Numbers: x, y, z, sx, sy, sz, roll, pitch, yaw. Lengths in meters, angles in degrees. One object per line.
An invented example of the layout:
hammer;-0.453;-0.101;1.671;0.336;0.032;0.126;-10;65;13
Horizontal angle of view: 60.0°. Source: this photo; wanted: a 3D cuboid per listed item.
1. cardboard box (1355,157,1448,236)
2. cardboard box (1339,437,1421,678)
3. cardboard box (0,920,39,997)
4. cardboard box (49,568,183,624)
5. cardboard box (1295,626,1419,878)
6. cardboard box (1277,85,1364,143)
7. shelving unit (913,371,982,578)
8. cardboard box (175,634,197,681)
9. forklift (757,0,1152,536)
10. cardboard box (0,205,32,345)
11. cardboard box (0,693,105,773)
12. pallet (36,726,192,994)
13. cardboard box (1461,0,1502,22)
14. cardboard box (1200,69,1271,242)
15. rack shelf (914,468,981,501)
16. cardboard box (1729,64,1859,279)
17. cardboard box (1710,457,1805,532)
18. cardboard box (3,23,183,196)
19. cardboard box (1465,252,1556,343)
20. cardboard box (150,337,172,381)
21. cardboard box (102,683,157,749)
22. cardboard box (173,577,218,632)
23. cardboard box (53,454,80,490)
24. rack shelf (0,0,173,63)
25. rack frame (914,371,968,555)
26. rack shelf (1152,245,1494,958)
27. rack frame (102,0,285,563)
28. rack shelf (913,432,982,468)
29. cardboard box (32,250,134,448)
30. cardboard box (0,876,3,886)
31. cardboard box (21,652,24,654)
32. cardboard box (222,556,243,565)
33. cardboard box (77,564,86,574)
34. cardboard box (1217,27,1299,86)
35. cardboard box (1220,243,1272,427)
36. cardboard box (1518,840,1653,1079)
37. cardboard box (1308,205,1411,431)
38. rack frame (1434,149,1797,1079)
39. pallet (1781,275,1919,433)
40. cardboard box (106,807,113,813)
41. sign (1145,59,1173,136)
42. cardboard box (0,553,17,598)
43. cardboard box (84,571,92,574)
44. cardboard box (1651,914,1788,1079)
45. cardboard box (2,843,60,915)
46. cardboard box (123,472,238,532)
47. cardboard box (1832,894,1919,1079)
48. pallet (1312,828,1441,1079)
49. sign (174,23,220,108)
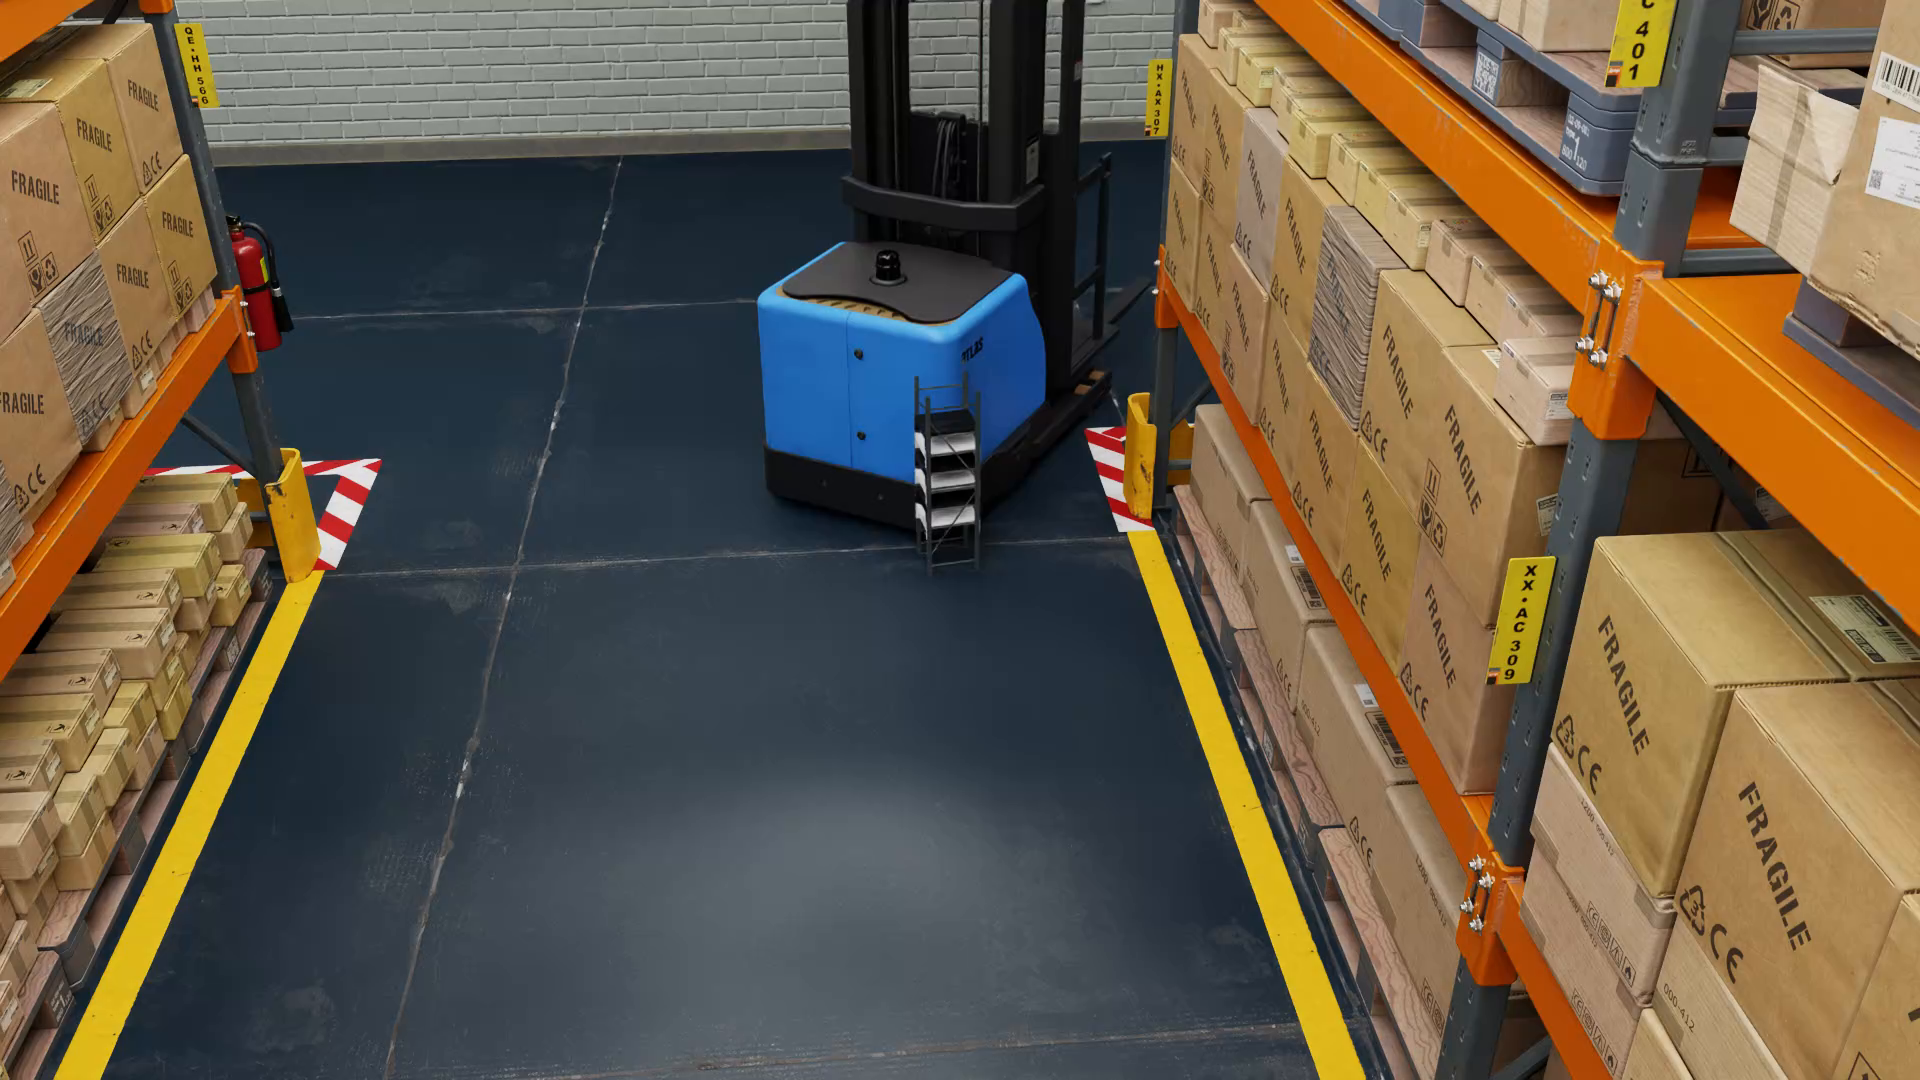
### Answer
cardboard box;1.364;-0.992;4.781;0.380;0.149;0.250;-3;31;-6
cardboard box;1.415;0.026;4.683;0.500;0.500;0.500;-3;31;-6
cardboard box;-3.040;1.300;5.019;0.380;0.149;0.250;-3;31;-6
cardboard box;-3.146;0.242;6.211;0.380;0.149;0.250;-4;31;-7
cardboard box;1.730;0.693;5.753;0.875;0.438;0.875;-4;31;-6
cardboard box;1.257;-1.379;5.429;0.380;0.149;0.250;-2;31;-4
shelving unit;-0.056;-0.282;7.344;0.258;0.900;0.210;-8;32;-13
cardboard box;-3.170;0.496;6.365;0.380;0.149;0.250;-2;31;-4
forklift;0.172;-2.012;8.259;1.130;2.935;3.031;14;34;23
cardboard box;-3.078;-0.782;4.771;0.500;0.500;0.500;-4;31;-6
cardboard box;-3.099;0.648;5.530;0.380;0.149;0.250;-3;31;-4
pallet;-3.368;1.077;5.742;1.003;0.211;1.213;-3;31;-5
cardboard box;1.363;-1.293;3.802;0.380;0.149;0.250;-2;31;-3
cardboard box;1.209;-1.436;6.156;0.500;0.500;0.500;-4;31;-6
rack shelf;-0.056;-0.253;7.361;0.258;0.077;0.200;-8;32;-13
cardboard box;1.465;-0.582;2.595;0.396;0.266;0.258;-3;31;-5
cardboard box;1.963;-0.171;4.038;0.500;0.500;0.500;-3;31;-4
cardboard box;-3.236;-1.575;6.100;0.500;0.500;0.500;-3;31;-6
cardboard box;1.491;-0.604;4.131;0.380;0.149;0.250;-3;31;-5
cardboard box;-3.190;-0.680;6.209;0.380;0.149;0.250;-3;31;-5
cardboard box;-3.076;0.635;5.842;0.380;0.149;0.250;-1;31;-2
cardboard box;-3.142;0.240;6.504;0.380;0.149;0.250;-4;31;-7
cardboard box;-3.182;-0.275;5.529;0.380;0.149;0.250;-4;31;-7
rack shelf;-3.339;-1.155;4.535;1.077;0.370;4.000;-3;31;-5
rack frame;-0.082;-0.332;7.429;0.240;0.900;0.006;-8;32;-13
rack shelf;1.580;-0.156;5.788;1.077;0.370;4.000;-3;31;-5
rack frame;-3.526;-1.197;6.829;1.000;3.000;0.127;-3;31;-5
rack shelf;-0.056;-0.408;7.269;0.258;0.077;0.200;-8;32;-13
cardboard box;-3.128;-0.629;5.491;0.500;0.500;0.500;-3;31;-4
cardboard box;-3.065;1.045;4.866;0.380;0.149;0.250;-4;31;-6
cardboard box;-3.617;0.529;6.020;0.380;0.149;0.250;-4;31;-7
cardboard box;-3.269;0.105;7.019;0.380;0.149;0.250;-2;31;-4
cardboard box;-3.763;0.141;6.669;0.380;0.149;0.250;-3;31;-5
cardboard box;1.156;-1.774;6.089;0.380;0.149;0.250;-2;31;-3
cardboard box;1.256;-0.753;5.987;0.500;0.500;0.500;-3;31;-5
cardboard box;1.545;0.858;3.535;0.500;0.250;0.500;-3;31;-6
cardboard box;1.351;-0.662;4.861;0.500;0.500;0.500;-2;31;-4
rack frame;1.766;0.556;3.894;1.000;3.000;0.127;-3;31;-5
pallet;1.901;-0.184;2.394;0.805;0.209;1.217;-4;31;-7
cardboard box;-3.129;0.896;5.695;0.380;0.149;0.250;-2;31;-3
sign;0.840;-1.868;7.031;0.100;0.325;0.005;-3;31;-5
cardboard box;-3.025;0.123;4.865;0.380;0.149;0.250;-1;31;-2
cardboard box;-3.690;0.259;6.762;0.380;0.149;0.250;-3;31;-5
cardboard box;1.603;0.909;2.962;0.500;0.250;0.500;-2;31;-4
cardboard box;-3.064;1.033;5.175;0.380;0.149;0.250;-1;31;-2
cardboard box;-3.224;-0.151;6.868;0.380;0.149;0.250;-2;31;-4
cardboard box;1.641;0.837;2.351;0.500;0.500;0.500;-3;31;-6
pallet;1.773;1.361;5.265;1.003;0.211;1.213;-3;31;-5
sign;-2.972;-1.846;6.479;0.100;0.325;0.005;-3;31;-5
